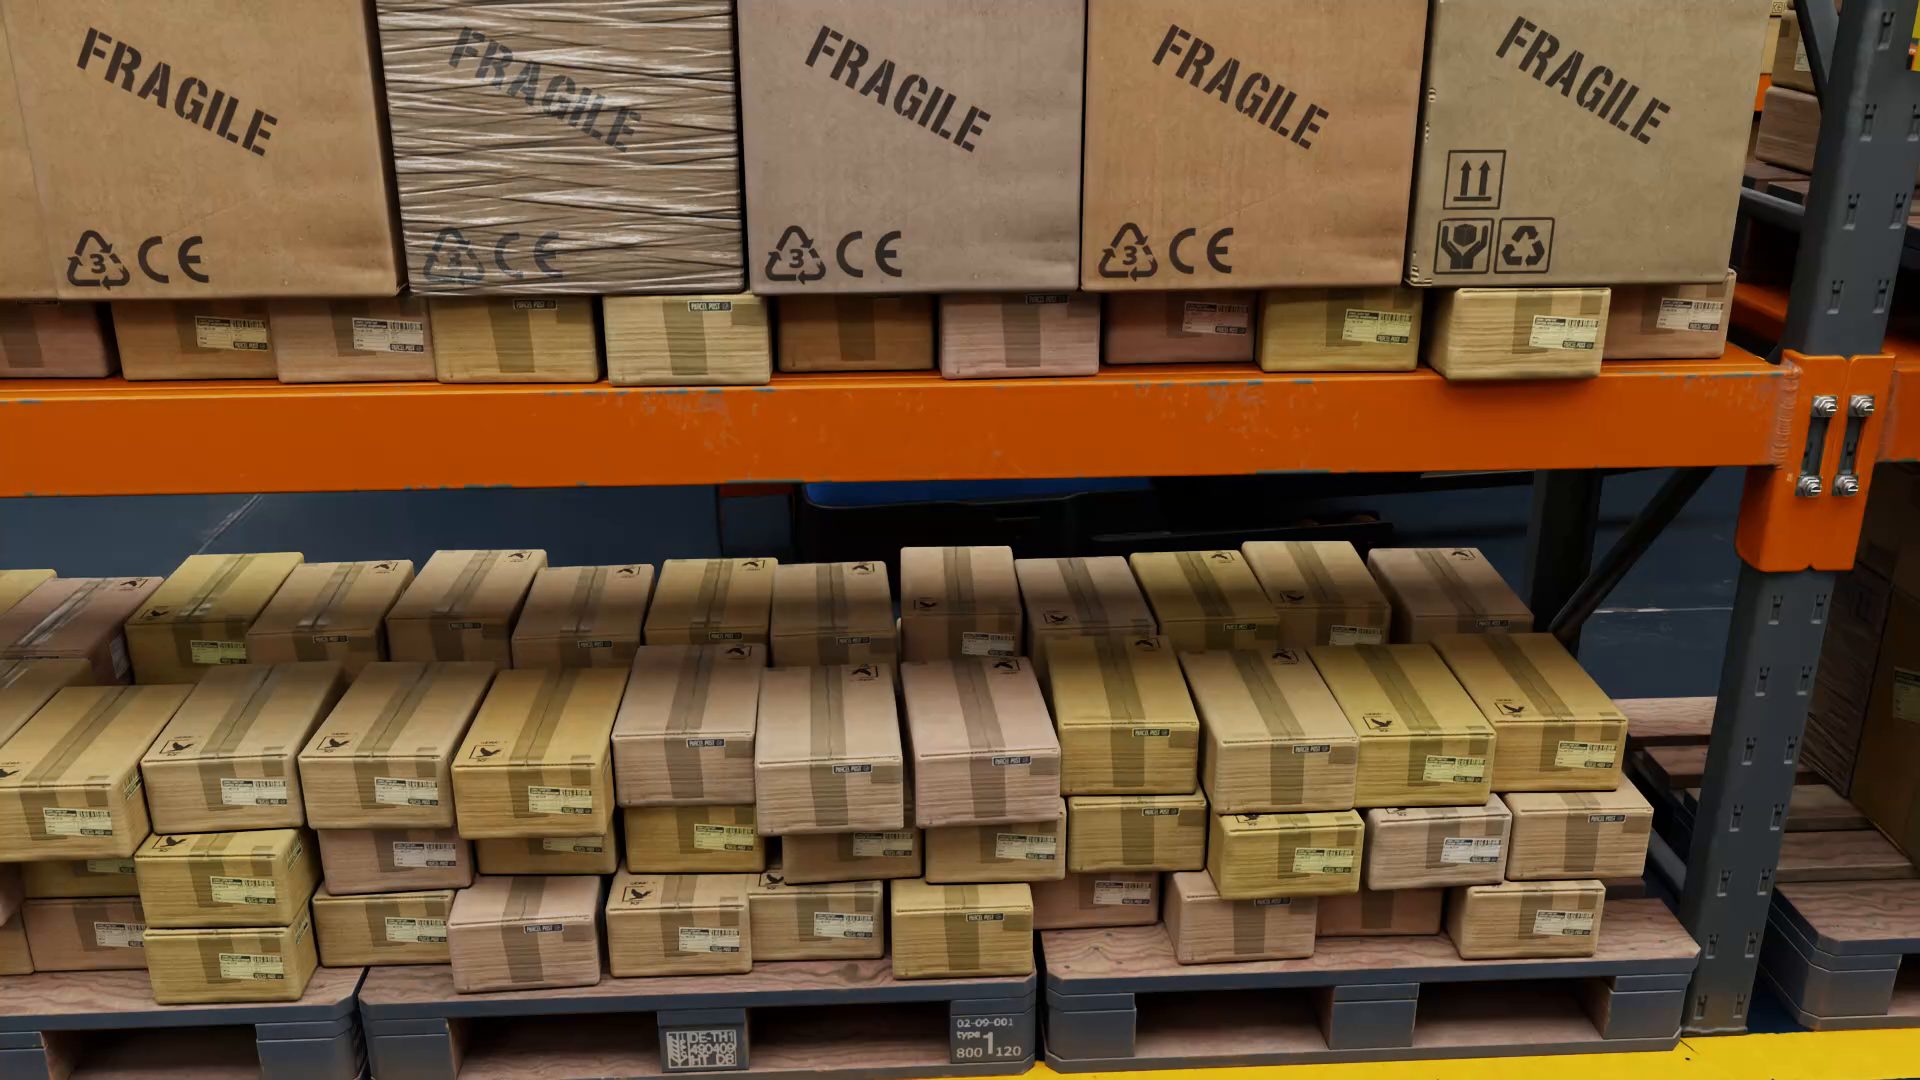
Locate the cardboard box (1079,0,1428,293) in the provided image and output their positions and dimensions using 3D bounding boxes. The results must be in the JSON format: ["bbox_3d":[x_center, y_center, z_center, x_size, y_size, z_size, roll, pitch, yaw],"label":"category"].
[{"bbox_3d":[0.414,-0.704,2.696,0.500,0.500,0.500,-2,21,-5],"label":"cardboard box"}]

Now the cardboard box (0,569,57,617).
[{"bbox_3d":[-2.080,0.200,3.460,0.250,0.149,0.380,-1,21,-2],"label":"cardboard box"}]

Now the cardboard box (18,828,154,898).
[{"bbox_3d":[-1.541,0.498,3.095,0.250,0.149,0.380,-1,21,-2],"label":"cardboard box"}]

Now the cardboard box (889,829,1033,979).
[{"bbox_3d":[-0.006,0.648,3.121,0.250,0.149,0.380,-1,21,-3],"label":"cardboard box"}]

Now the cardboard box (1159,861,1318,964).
[{"bbox_3d":[0.503,0.630,3.166,0.250,0.149,0.380,-2,21,-5],"label":"cardboard box"}]

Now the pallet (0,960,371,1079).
[{"bbox_3d":[-1.705,0.740,3.380,1.213,0.211,1.003,-1,21,-3],"label":"pallet"}]

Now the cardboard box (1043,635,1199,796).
[{"bbox_3d":[0.294,0.324,3.136,0.250,0.149,0.380,0,21,-1],"label":"cardboard box"}]

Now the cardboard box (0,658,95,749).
[{"bbox_3d":[-1.783,0.362,3.034,0.250,0.149,0.380,-1,21,-2],"label":"cardboard box"}]

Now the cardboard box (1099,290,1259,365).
[{"bbox_3d":[0.345,-0.423,2.870,0.250,0.149,0.380,-2,21,-5],"label":"cardboard box"}]

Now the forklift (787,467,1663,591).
[{"bbox_3d":[0.939,-1.450,5.311,3.031,2.935,1.130,-4,21,-10],"label":"forklift"}]

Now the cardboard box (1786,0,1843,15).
[{"bbox_3d":[1.789,-1.073,3.150,0.250,0.149,0.380,0,21,-1],"label":"cardboard box"}]

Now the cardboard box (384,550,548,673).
[{"bbox_3d":[-1.048,0.157,3.573,0.250,0.149,0.380,0,21,-1],"label":"cardboard box"}]

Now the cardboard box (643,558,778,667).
[{"bbox_3d":[-0.518,0.176,3.524,0.250,0.149,0.380,-1,21,-3],"label":"cardboard box"}]

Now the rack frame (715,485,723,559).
[{"bbox_3d":[-0.788,-0.437,5.294,0.008,1.050,0.200,-4,21,-10],"label":"rack frame"}]

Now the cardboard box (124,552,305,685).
[{"bbox_3d":[-1.575,0.165,3.553,0.250,0.149,0.380,-2,21,-4],"label":"cardboard box"}]

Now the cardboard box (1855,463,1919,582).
[{"bbox_3d":[2.128,-0.122,3.595,0.500,0.250,0.500,-2,21,-4],"label":"cardboard box"}]

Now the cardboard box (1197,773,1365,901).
[{"bbox_3d":[0.567,0.499,3.092,0.250,0.149,0.380,-2,21,-5],"label":"cardboard box"}]

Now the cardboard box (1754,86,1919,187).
[{"bbox_3d":[1.784,-0.796,3.258,0.250,0.149,0.380,-2,21,-4],"label":"cardboard box"}]

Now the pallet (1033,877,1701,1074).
[{"bbox_3d":[0.731,0.691,3.510,1.213,0.211,1.003,-1,21,-3],"label":"pallet"}]

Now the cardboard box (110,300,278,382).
[{"bbox_3d":[-1.206,-0.387,2.775,0.250,0.149,0.380,-1,21,-4],"label":"cardboard box"}]

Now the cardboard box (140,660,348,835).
[{"bbox_3d":[-1.282,0.368,3.018,0.250,0.149,0.380,-2,21,-6],"label":"cardboard box"}]

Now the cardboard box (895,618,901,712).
[{"bbox_3d":[-0.015,0.309,3.593,0.250,0.149,0.380,0,21,-1],"label":"cardboard box"}]

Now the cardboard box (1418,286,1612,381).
[{"bbox_3d":[0.877,-0.388,2.778,0.250,0.149,0.380,-2,21,-4],"label":"cardboard box"}]

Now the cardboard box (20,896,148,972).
[{"bbox_3d":[-1.549,0.640,3.141,0.250,0.149,0.380,-1,21,-2],"label":"cardboard box"}]

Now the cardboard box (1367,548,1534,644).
[{"bbox_3d":[1.044,0.153,3.584,0.250,0.149,0.380,0,21,-1],"label":"cardboard box"}]

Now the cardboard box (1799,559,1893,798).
[{"bbox_3d":[2.124,0.229,3.727,0.500,0.500,0.500,-2,21,-4],"label":"cardboard box"}]

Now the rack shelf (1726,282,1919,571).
[{"bbox_3d":[3.396,-0.343,3.317,4.000,0.370,1.077,-1,21,-3],"label":"rack shelf"}]

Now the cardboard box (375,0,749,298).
[{"bbox_3d":[-0.599,-0.692,2.664,0.500,0.500,0.500,-2,21,-4],"label":"cardboard box"}]

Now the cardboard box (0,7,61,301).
[{"bbox_3d":[-1.597,-0.674,2.617,0.500,0.500,0.500,-1,21,-3],"label":"cardboard box"}]

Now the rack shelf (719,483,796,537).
[{"bbox_3d":[-0.668,-0.176,5.418,0.240,0.259,0.215,-4,21,-10],"label":"rack shelf"}]

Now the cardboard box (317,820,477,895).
[{"bbox_3d":[-1.019,0.493,3.110,0.250,0.149,0.380,-2,21,-6],"label":"cardboard box"}]

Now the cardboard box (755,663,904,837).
[{"bbox_3d":[-0.239,0.372,3.009,0.250,0.149,0.380,-2,21,-5],"label":"cardboard box"}]

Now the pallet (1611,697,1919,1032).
[{"bbox_3d":[2.176,0.648,3.621,1.213,0.211,1.003,-1,21,-3],"label":"pallet"}]

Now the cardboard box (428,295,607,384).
[{"bbox_3d":[-0.698,-0.380,2.756,0.250,0.149,0.380,0,21,-1],"label":"cardboard box"}]

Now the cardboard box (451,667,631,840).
[{"bbox_3d":[-0.739,0.377,2.995,0.250,0.149,0.380,-1,21,-2],"label":"cardboard box"}]

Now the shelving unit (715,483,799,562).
[{"bbox_3d":[-0.668,-0.445,5.315,0.252,1.050,0.215,-4,21,-10],"label":"shelving unit"}]

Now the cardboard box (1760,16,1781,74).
[{"bbox_3d":[3.506,-2.283,7.613,0.500,0.250,0.500,-1,21,-4],"label":"cardboard box"}]

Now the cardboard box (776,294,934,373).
[{"bbox_3d":[-0.179,-0.405,2.823,0.250,0.149,0.380,-1,21,-4],"label":"cardboard box"}]

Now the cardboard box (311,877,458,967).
[{"bbox_3d":[-1.038,0.635,3.155,0.250,0.149,0.380,-1,21,-3],"label":"cardboard box"}]

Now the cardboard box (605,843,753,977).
[{"bbox_3d":[-0.509,0.646,3.126,0.250,0.149,0.380,-1,21,-3],"label":"cardboard box"}]

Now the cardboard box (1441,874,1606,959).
[{"bbox_3d":[1.027,0.627,3.176,0.250,0.149,0.380,-1,21,-2],"label":"cardboard box"}]

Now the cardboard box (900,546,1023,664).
[{"bbox_3d":[-0.002,0.150,3.593,0.250,0.149,0.380,-1,21,-2],"label":"cardboard box"}]

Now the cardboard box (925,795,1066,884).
[{"bbox_3d":[0.058,0.482,3.138,0.250,0.149,0.380,-1,21,-2],"label":"cardboard box"}]

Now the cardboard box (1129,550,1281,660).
[{"bbox_3d":[0.515,0.160,3.565,0.250,0.149,0.380,-1,21,-4],"label":"cardboard box"}]

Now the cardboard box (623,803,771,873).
[{"bbox_3d":[-0.480,0.470,3.168,0.250,0.149,0.380,0,21,-1],"label":"cardboard box"}]

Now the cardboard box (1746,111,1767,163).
[{"bbox_3d":[3.424,-1.678,8.209,0.875,0.875,0.875,-1,21,-2],"label":"cardboard box"}]

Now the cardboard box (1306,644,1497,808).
[{"bbox_3d":[0.806,0.338,3.097,0.250,0.149,0.380,-1,21,-2],"label":"cardboard box"}]

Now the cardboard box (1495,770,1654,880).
[{"bbox_3d":[1.103,0.478,3.149,0.250,0.149,0.380,-1,21,-2],"label":"cardboard box"}]

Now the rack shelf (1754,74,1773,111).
[{"bbox_3d":[3.013,-2.099,7.930,4.000,0.370,1.077,-1,21,-3],"label":"rack shelf"}]
